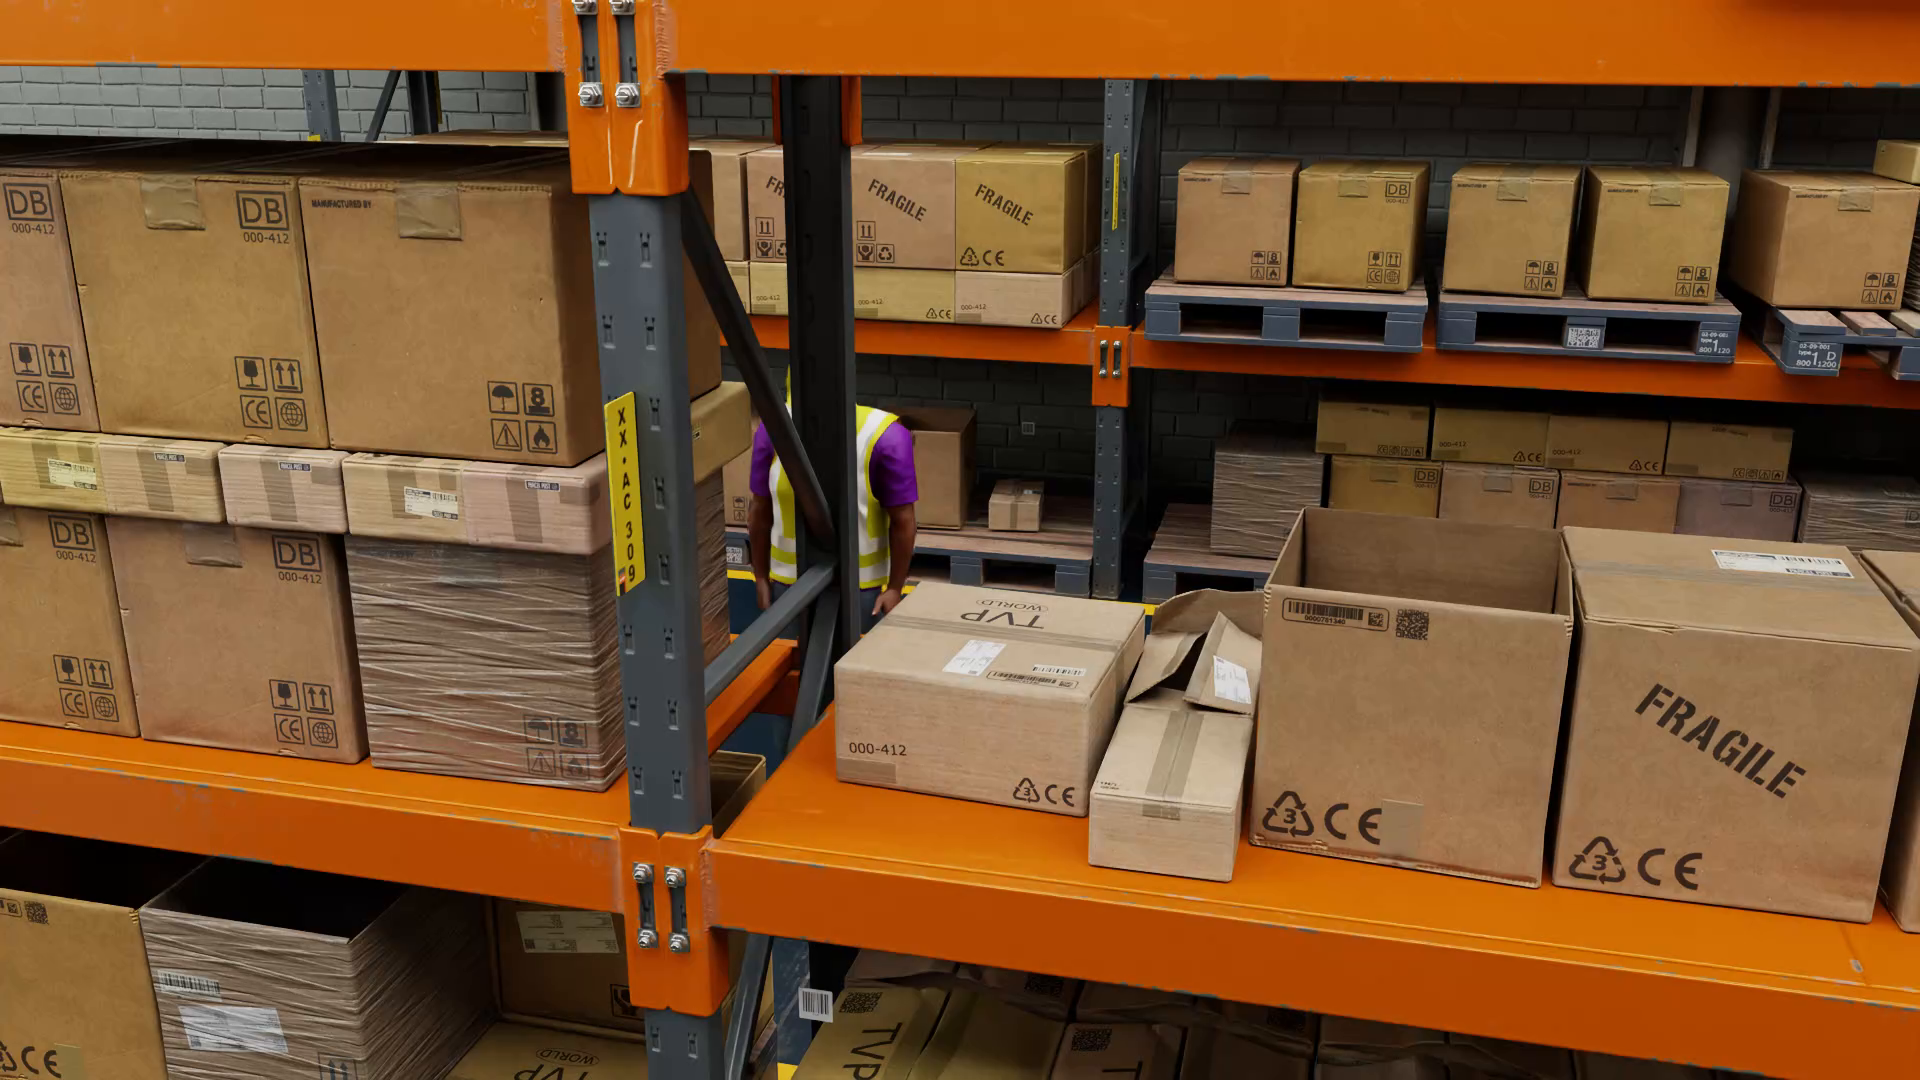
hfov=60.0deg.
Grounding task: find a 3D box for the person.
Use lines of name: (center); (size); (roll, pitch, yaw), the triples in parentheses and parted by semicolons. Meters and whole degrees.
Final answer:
person: (-0.433, 0.163, 5.589); (0.588, 1.725, 0.438); (5, 19, 15)
